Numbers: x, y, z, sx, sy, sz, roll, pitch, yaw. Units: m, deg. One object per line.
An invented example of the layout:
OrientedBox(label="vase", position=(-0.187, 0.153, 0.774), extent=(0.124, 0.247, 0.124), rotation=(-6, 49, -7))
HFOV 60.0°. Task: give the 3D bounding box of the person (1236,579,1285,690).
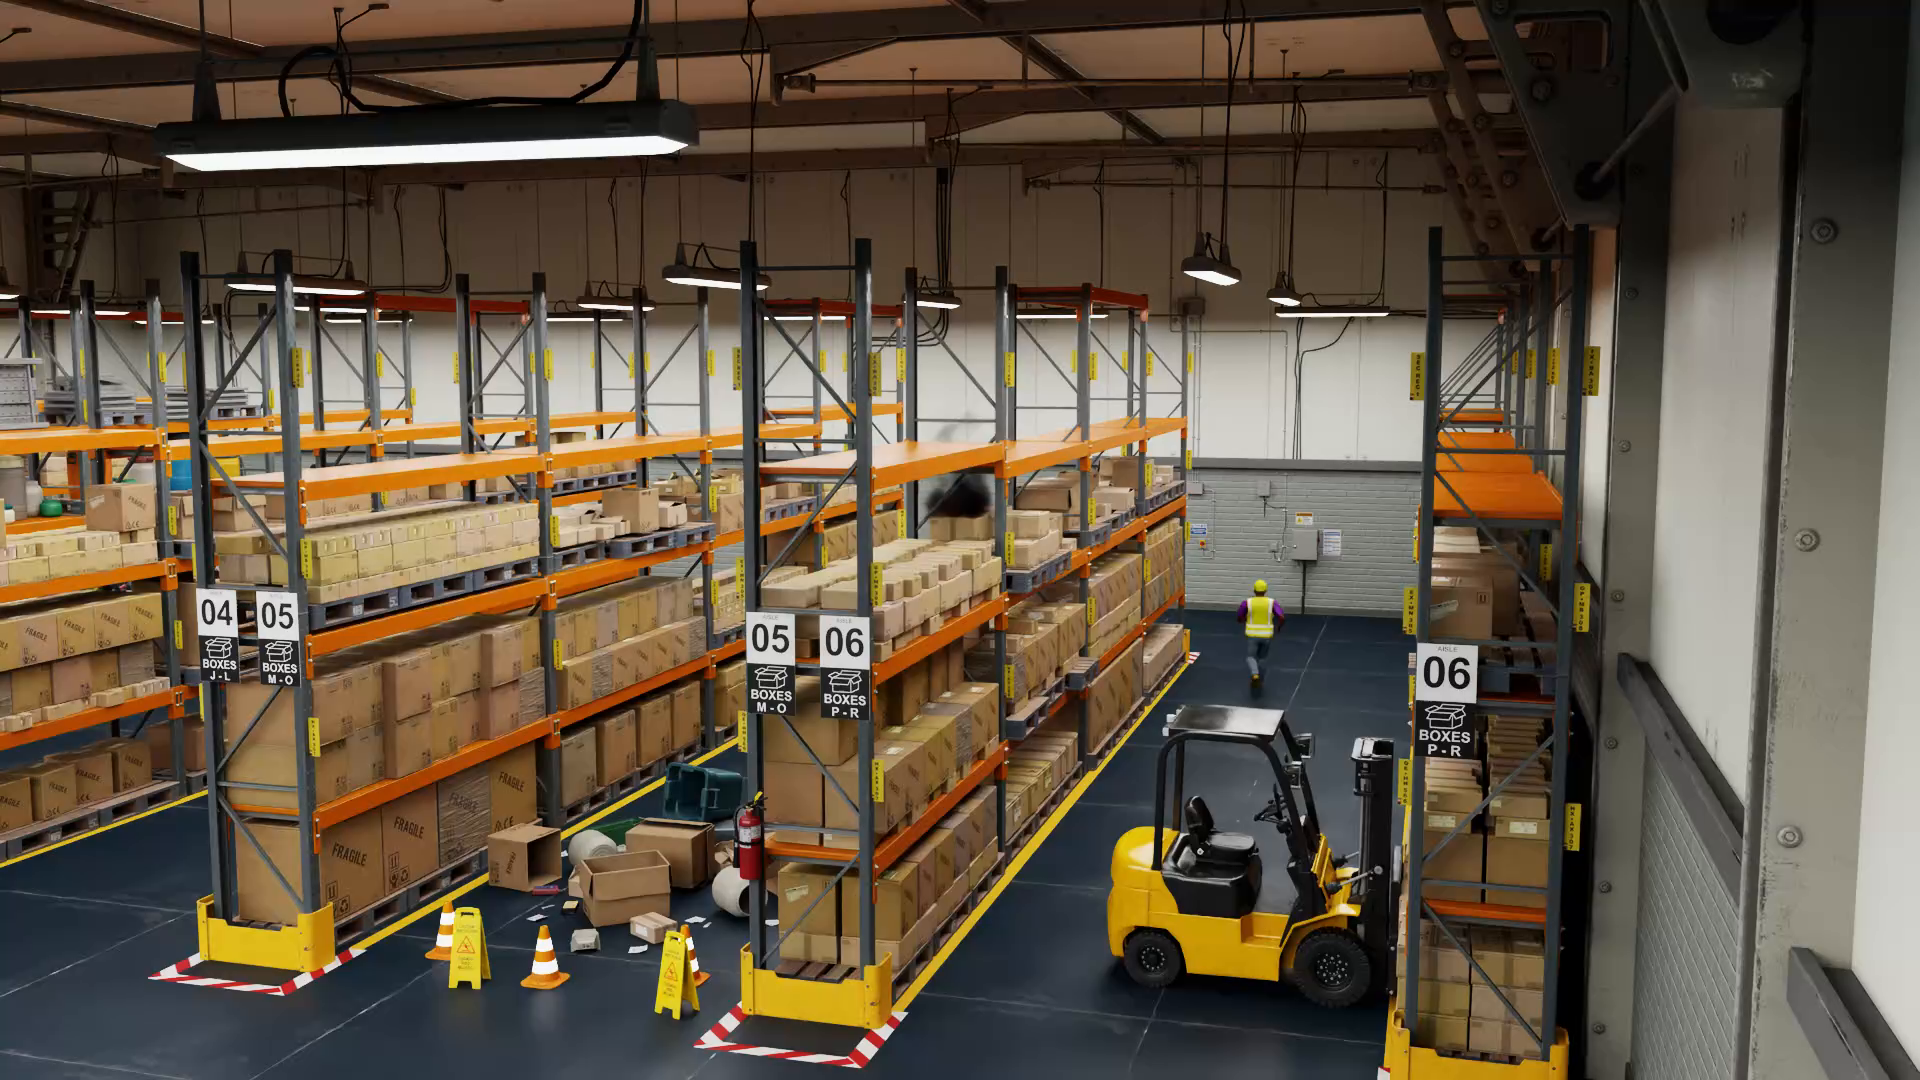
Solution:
OrientedBox(label="person", position=(4.569, 1.461, 25.371), extent=(0.714, 1.745, 0.901), rotation=(0, 6, 3))
